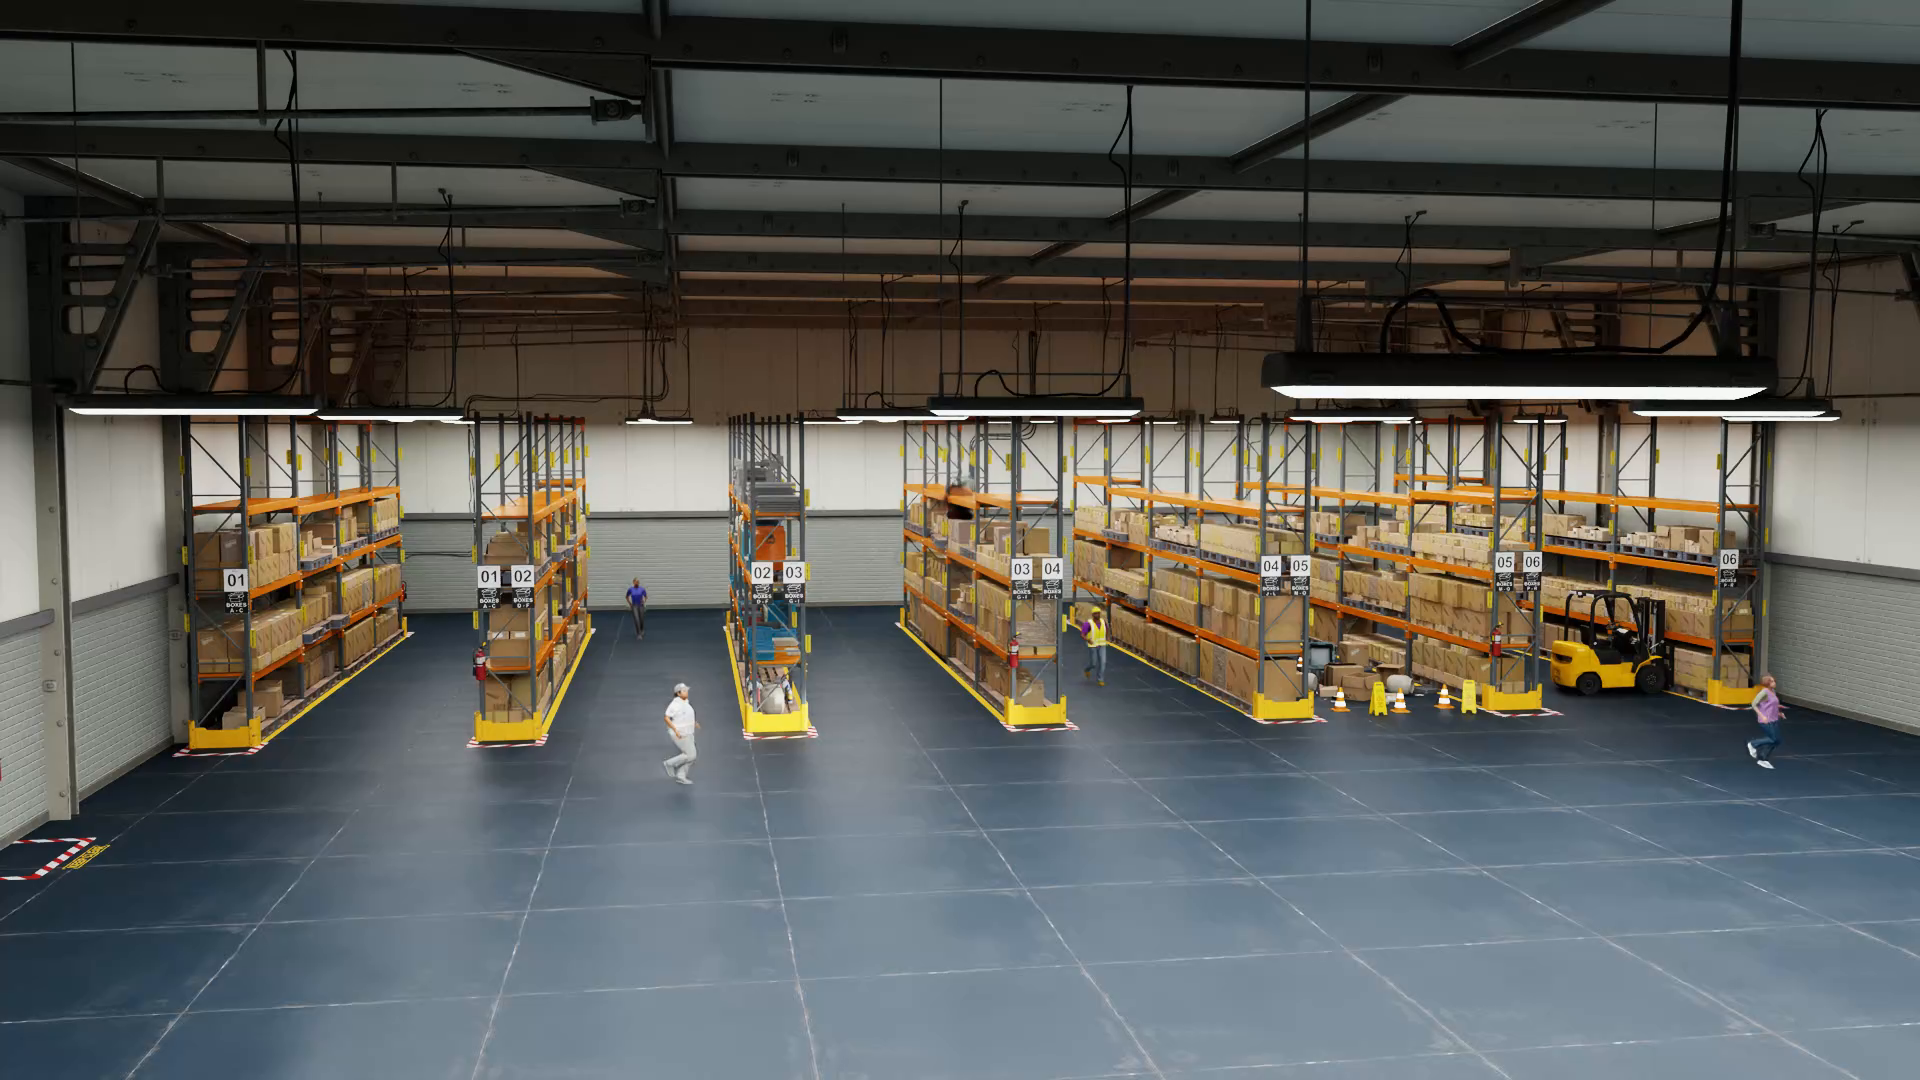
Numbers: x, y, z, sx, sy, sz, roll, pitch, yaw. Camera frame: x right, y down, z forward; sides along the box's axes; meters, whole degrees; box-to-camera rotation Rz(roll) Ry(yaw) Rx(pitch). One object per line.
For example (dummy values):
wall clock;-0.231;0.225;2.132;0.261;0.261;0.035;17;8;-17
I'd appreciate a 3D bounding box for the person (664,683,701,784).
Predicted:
person;-4.437;3.109;26.672;0.524;1.626;0.615;1;4;12

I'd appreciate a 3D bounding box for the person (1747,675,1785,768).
person;13.591;3.065;28.013;0.547;1.546;0.541;-3;5;-39

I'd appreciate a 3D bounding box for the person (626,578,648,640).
person;-8.763;1.851;45.098;0.591;1.652;0.725;-1;4;-15

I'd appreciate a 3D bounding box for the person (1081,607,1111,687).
person;3.040;2.353;36.899;0.713;1.736;0.897;-1;4;-18
